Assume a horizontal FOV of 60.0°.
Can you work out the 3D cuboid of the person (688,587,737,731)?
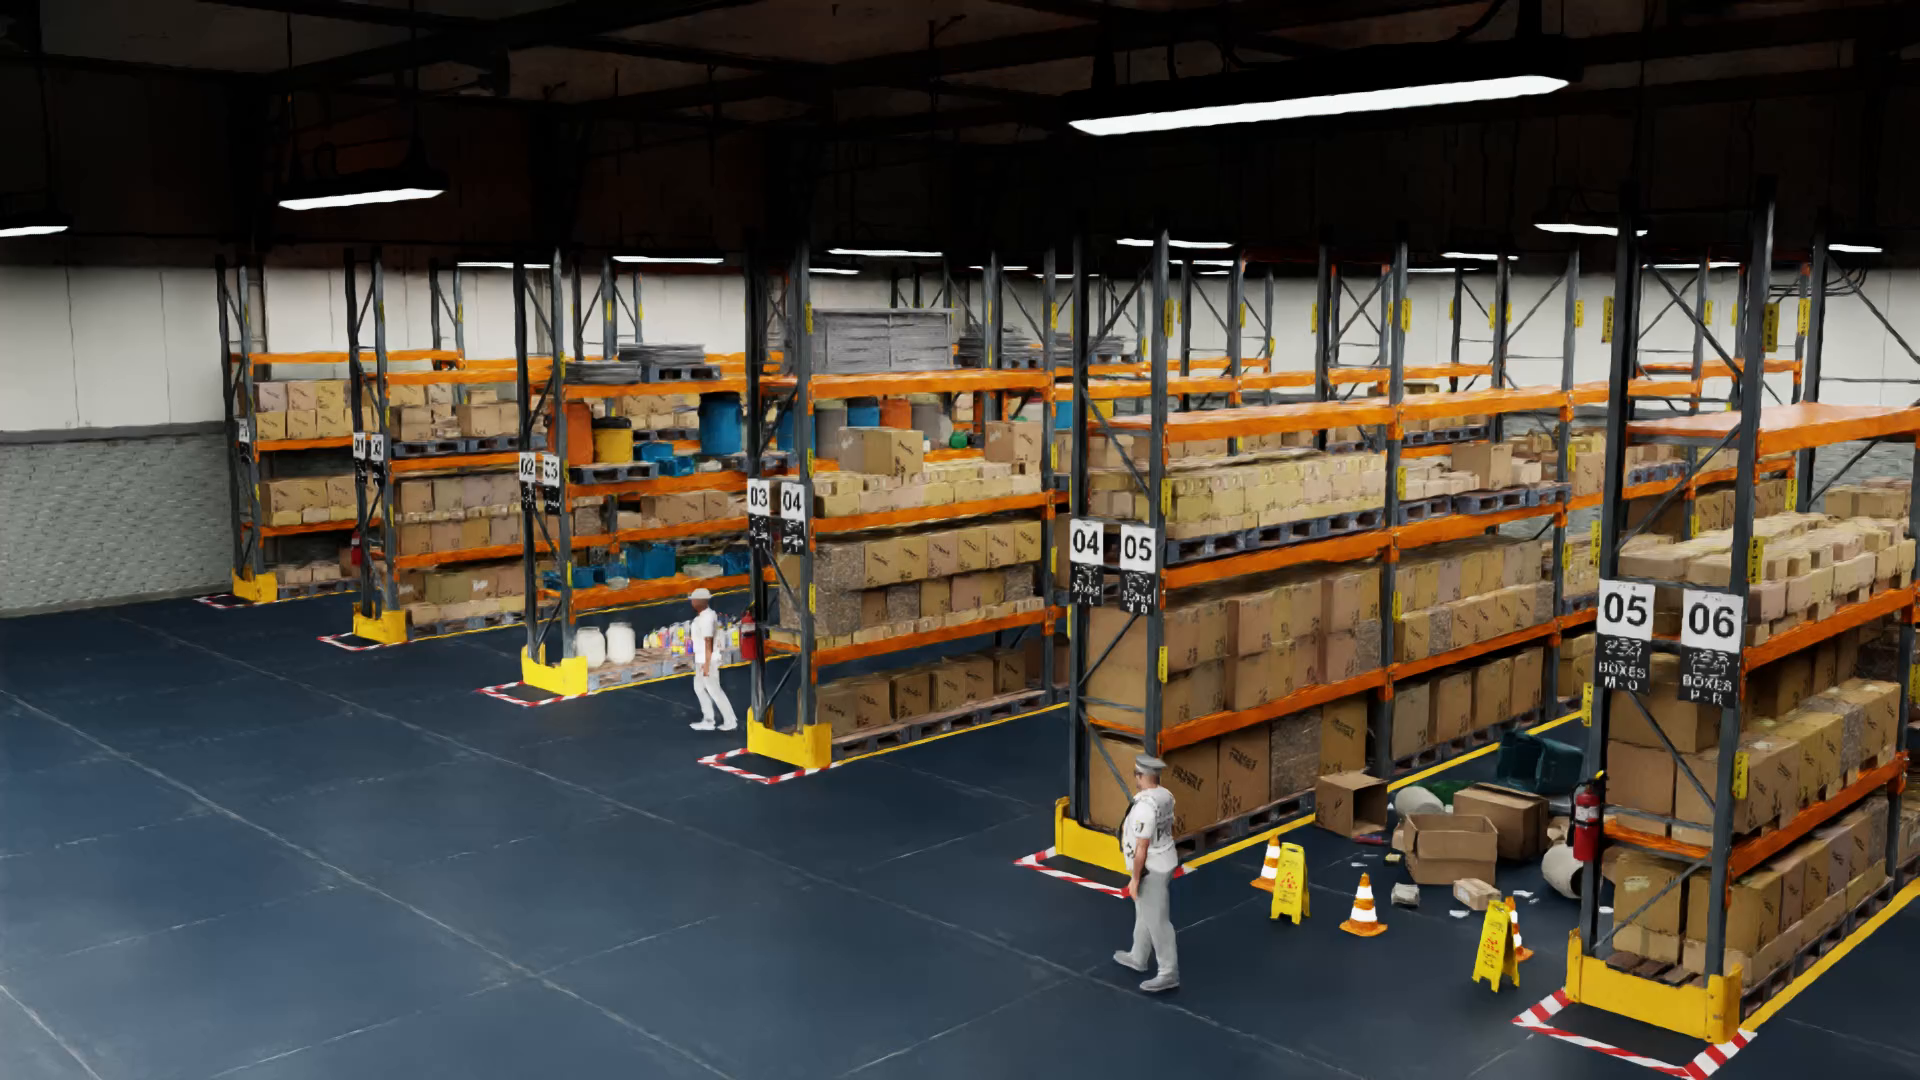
[{"bbox_3d":[-3.021,1.447,20.249,0.569,1.752,0.603,-1,8,-9],"label":"person"}]

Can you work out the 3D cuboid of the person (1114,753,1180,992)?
[{"bbox_3d":[1.430,2.507,12.748,0.636,1.742,0.674,4,9,24],"label":"person"}]
